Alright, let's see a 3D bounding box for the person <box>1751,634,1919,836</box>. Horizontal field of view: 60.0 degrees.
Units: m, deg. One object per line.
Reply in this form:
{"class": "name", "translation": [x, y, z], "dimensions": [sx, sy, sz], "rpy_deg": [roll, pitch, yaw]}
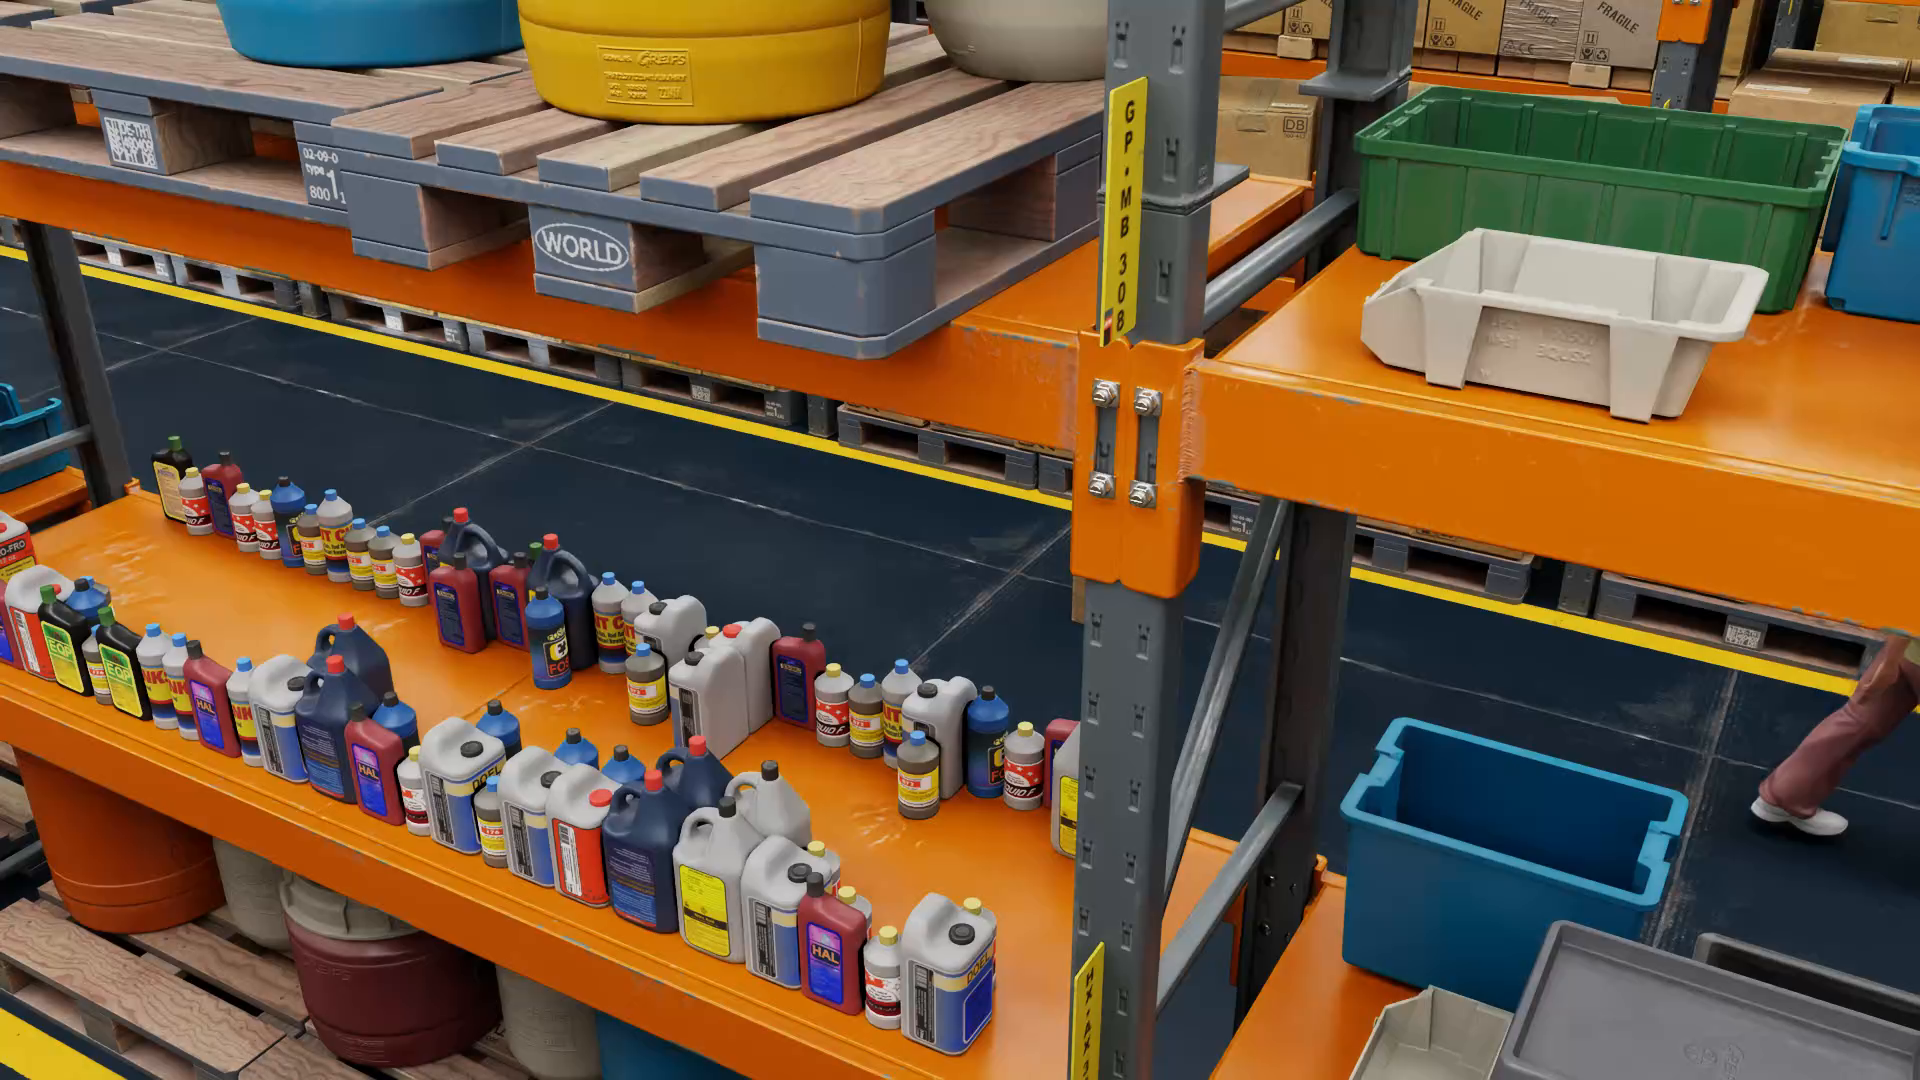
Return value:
{"class": "person", "translation": [3.261, 0.363, 5.365], "dimensions": [1.005, 1.611, 0.453], "rpy_deg": [12, 29, 23]}
